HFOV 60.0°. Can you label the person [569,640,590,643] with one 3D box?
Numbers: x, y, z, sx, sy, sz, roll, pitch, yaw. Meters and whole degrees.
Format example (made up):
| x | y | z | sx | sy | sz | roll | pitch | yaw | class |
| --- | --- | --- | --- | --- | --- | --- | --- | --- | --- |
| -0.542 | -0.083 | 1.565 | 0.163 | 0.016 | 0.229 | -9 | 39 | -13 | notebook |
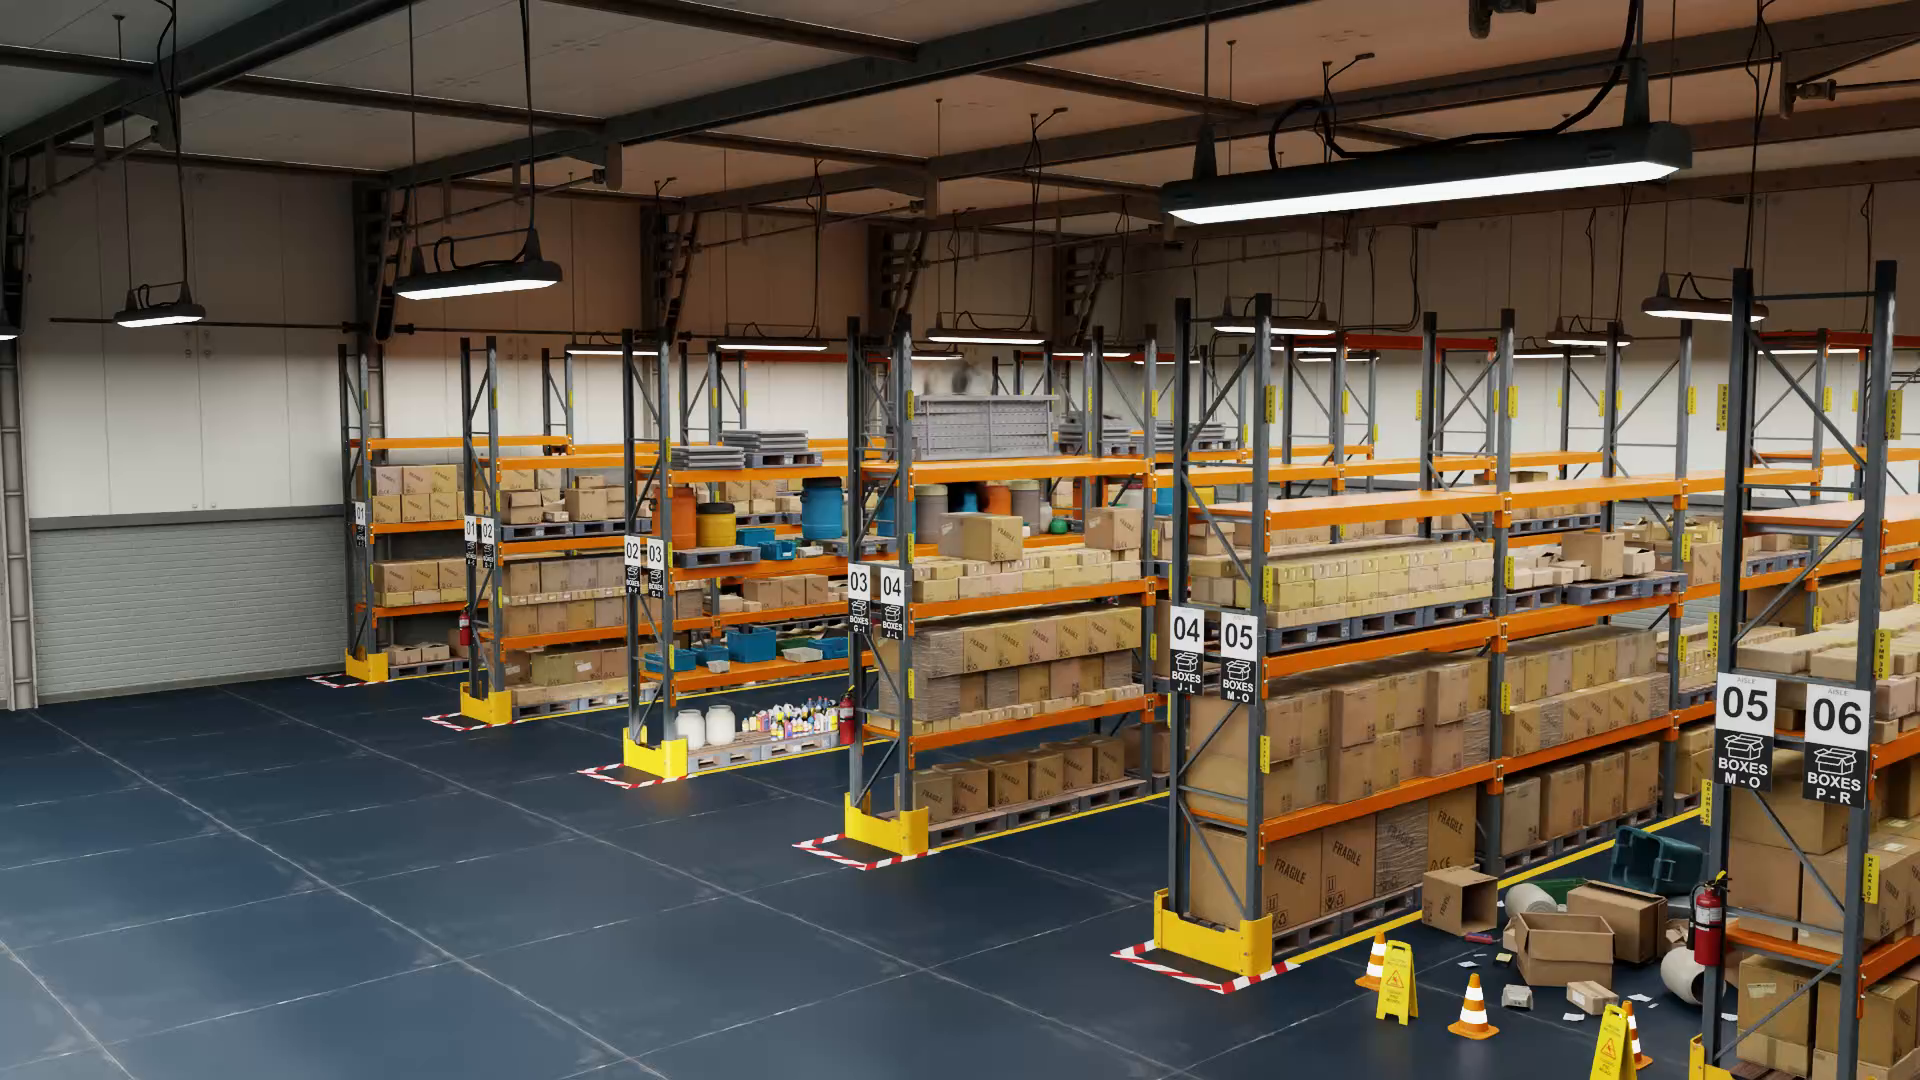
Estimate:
| x | y | z | sx | sy | sz | roll | pitch | yaw | class |
| --- | --- | --- | --- | --- | --- | --- | --- | --- | --- |
| -6.826 | 1.635 | 30.204 | 0.600 | 1.690 | 0.815 | 4 | 7 | 38 | person |
